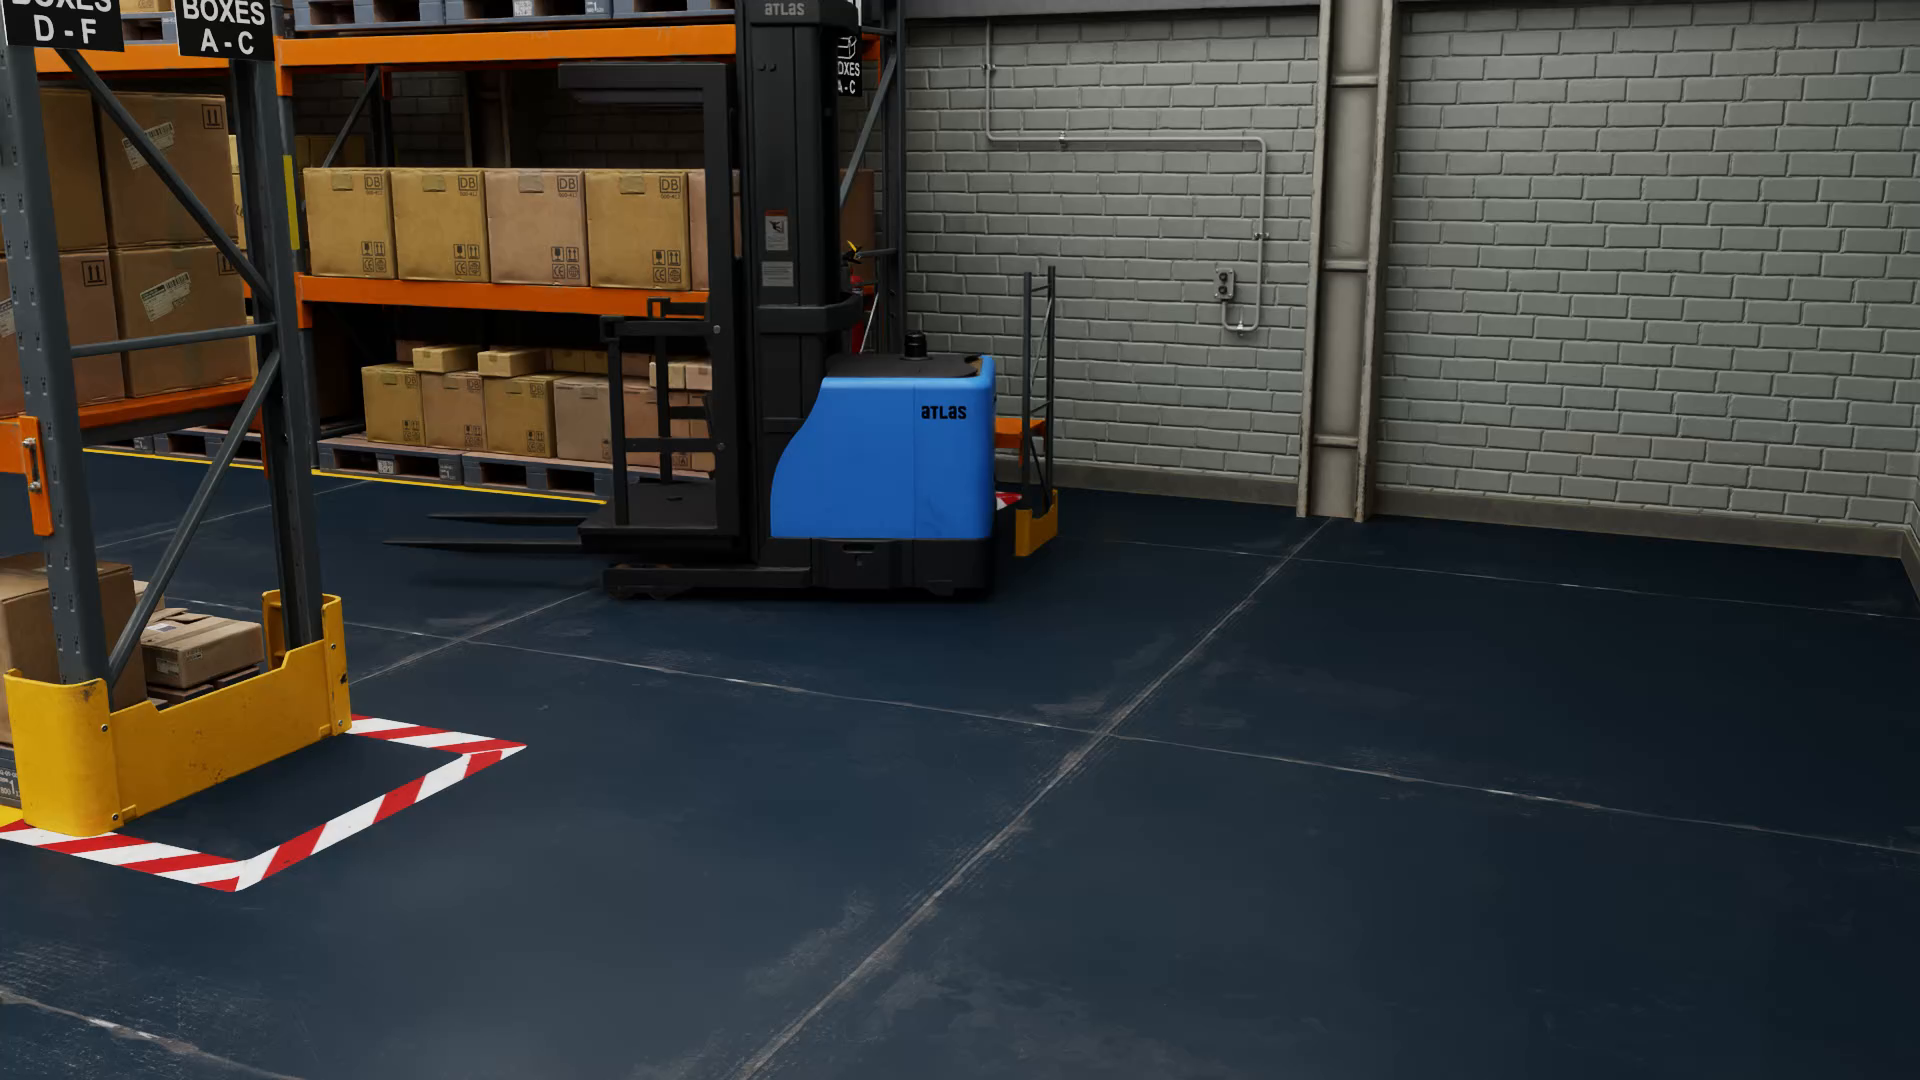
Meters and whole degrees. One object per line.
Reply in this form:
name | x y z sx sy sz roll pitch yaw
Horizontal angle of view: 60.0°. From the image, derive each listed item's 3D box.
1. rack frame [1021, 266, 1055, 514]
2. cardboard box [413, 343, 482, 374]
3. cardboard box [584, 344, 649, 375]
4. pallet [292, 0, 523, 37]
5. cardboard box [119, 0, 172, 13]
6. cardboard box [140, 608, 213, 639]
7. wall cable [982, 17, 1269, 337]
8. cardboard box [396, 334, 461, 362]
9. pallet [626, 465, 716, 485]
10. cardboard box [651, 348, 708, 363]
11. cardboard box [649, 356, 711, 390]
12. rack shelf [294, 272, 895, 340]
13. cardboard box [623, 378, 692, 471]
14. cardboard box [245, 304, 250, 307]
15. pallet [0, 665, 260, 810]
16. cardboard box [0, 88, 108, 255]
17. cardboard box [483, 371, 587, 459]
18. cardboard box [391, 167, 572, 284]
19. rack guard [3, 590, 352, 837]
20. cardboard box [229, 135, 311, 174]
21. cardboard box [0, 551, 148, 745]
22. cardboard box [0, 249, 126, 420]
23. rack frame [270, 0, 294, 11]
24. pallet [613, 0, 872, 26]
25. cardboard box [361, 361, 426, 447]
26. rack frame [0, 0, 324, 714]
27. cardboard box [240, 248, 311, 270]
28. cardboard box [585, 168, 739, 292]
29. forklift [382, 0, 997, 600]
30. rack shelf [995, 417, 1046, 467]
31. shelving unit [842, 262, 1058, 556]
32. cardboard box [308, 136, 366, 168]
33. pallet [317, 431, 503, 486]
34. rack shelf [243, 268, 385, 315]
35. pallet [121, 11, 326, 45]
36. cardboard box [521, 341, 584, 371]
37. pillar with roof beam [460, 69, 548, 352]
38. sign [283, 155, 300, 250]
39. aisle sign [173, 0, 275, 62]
rack frame | 0.423 -0.709 8.995 0.032 1.500 0.500 5 14 19
cardboard box | -3.361 -1.195 10.914 0.250 0.149 0.380 6 15 25
cardboard box | -2.231 -1.176 10.835 0.250 0.149 0.380 6 14 24
pallet | -3.499 -3.391 10.770 1.213 0.211 1.003 6 14 23
cardboard box | -5.538 -3.918 11.637 0.500 0.500 0.700 5 14 22
cardboard box | -3.061 0.384 6.289 0.250 0.166 0.380 6 14 23
wall cable | 0.968 -2.256 10.078 1.851 1.984 0.084 6 14 23
cardboard box | -3.653 -1.320 11.446 0.250 0.149 0.380 6 14 23
pallet | -1.348 -0.382 10.421 1.213 0.211 1.003 6 14 23
cardboard box | -1.763 -1.129 10.635 0.250 0.149 0.380 6 14 24
cardboard box | -1.691 -1.027 10.196 0.250 0.149 0.380 6 15 25
rack shelf | -2.414 -1.517 10.728 4.000 0.370 1.077 6 14 23
cardboard box | -1.724 -0.760 10.479 0.500 0.500 0.700 6 14 23
cardboard box | -5.704 -1.325 12.121 0.750 0.750 0.750 6 15 25
pallet | -3.387 0.630 6.108 1.213 0.211 1.003 6 14 23
cardboard box | -3.107 -1.166 5.251 0.500 0.500 0.500 6 14 23
cardboard box | -2.674 -0.854 10.881 0.500 0.500 0.700 6 15 25
cardboard box | -3.088 -2.076 10.879 0.700 0.700 0.980 5 14 22
rack guard | -2.658 0.563 5.762 0.348 0.500 1.175 6 14 23
cardboard box | -4.773 -2.610 11.258 0.500 0.250 0.500 6 15 25
cardboard box | -3.186 0.357 5.677 0.500 0.500 0.500 6 14 23
cardboard box | -3.108 -0.680 5.369 0.500 0.500 0.500 6 15 25
rack frame | -4.243 -4.973 10.749 0.127 3.000 1.000 6 14 23
pallet | -1.268 -3.166 9.808 1.213 0.211 1.003 6 14 23
cardboard box | -3.601 -0.949 11.286 0.500 0.500 0.700 6 14 24
rack frame | -2.589 -0.647 5.446 0.127 3.000 1.000 6 14 23
cardboard box | -4.667 -1.912 11.342 0.250 0.149 0.380 6 14 24
cardboard box | -1.726 -1.938 10.292 0.700 0.700 0.980 6 14 23
forklift | -1.335 -1.259 8.203 3.031 2.935 1.130 1 13 2
rack shelf | -0.057 -0.572 9.198 1.000 0.185 0.538 5 14 19
shelving unit | -0.049 -0.747 9.154 1.083 1.500 0.587 5 14 19
cardboard box | -4.558 -2.718 11.715 0.500 0.250 0.500 6 15 25
pallet | -3.579 -0.608 11.384 1.213 0.211 1.003 6 14 23
rack shelf | -6.071 -1.887 12.305 4.000 0.370 1.077 6 14 23
pallet | -5.101 -3.494 11.431 1.217 0.209 0.805 5 14 21
cardboard box | -2.698 -1.224 11.036 0.250 0.149 0.380 6 14 24
pillar with roof beam | -4.996 -4.190 7.411 0.400 9.000 9.100 6 14 23
sign | -2.369 -1.182 5.831 0.005 0.325 0.100 6 14 23
aisle sign | -2.407 -1.968 5.384 0.004 0.787 0.394 6 14 23
